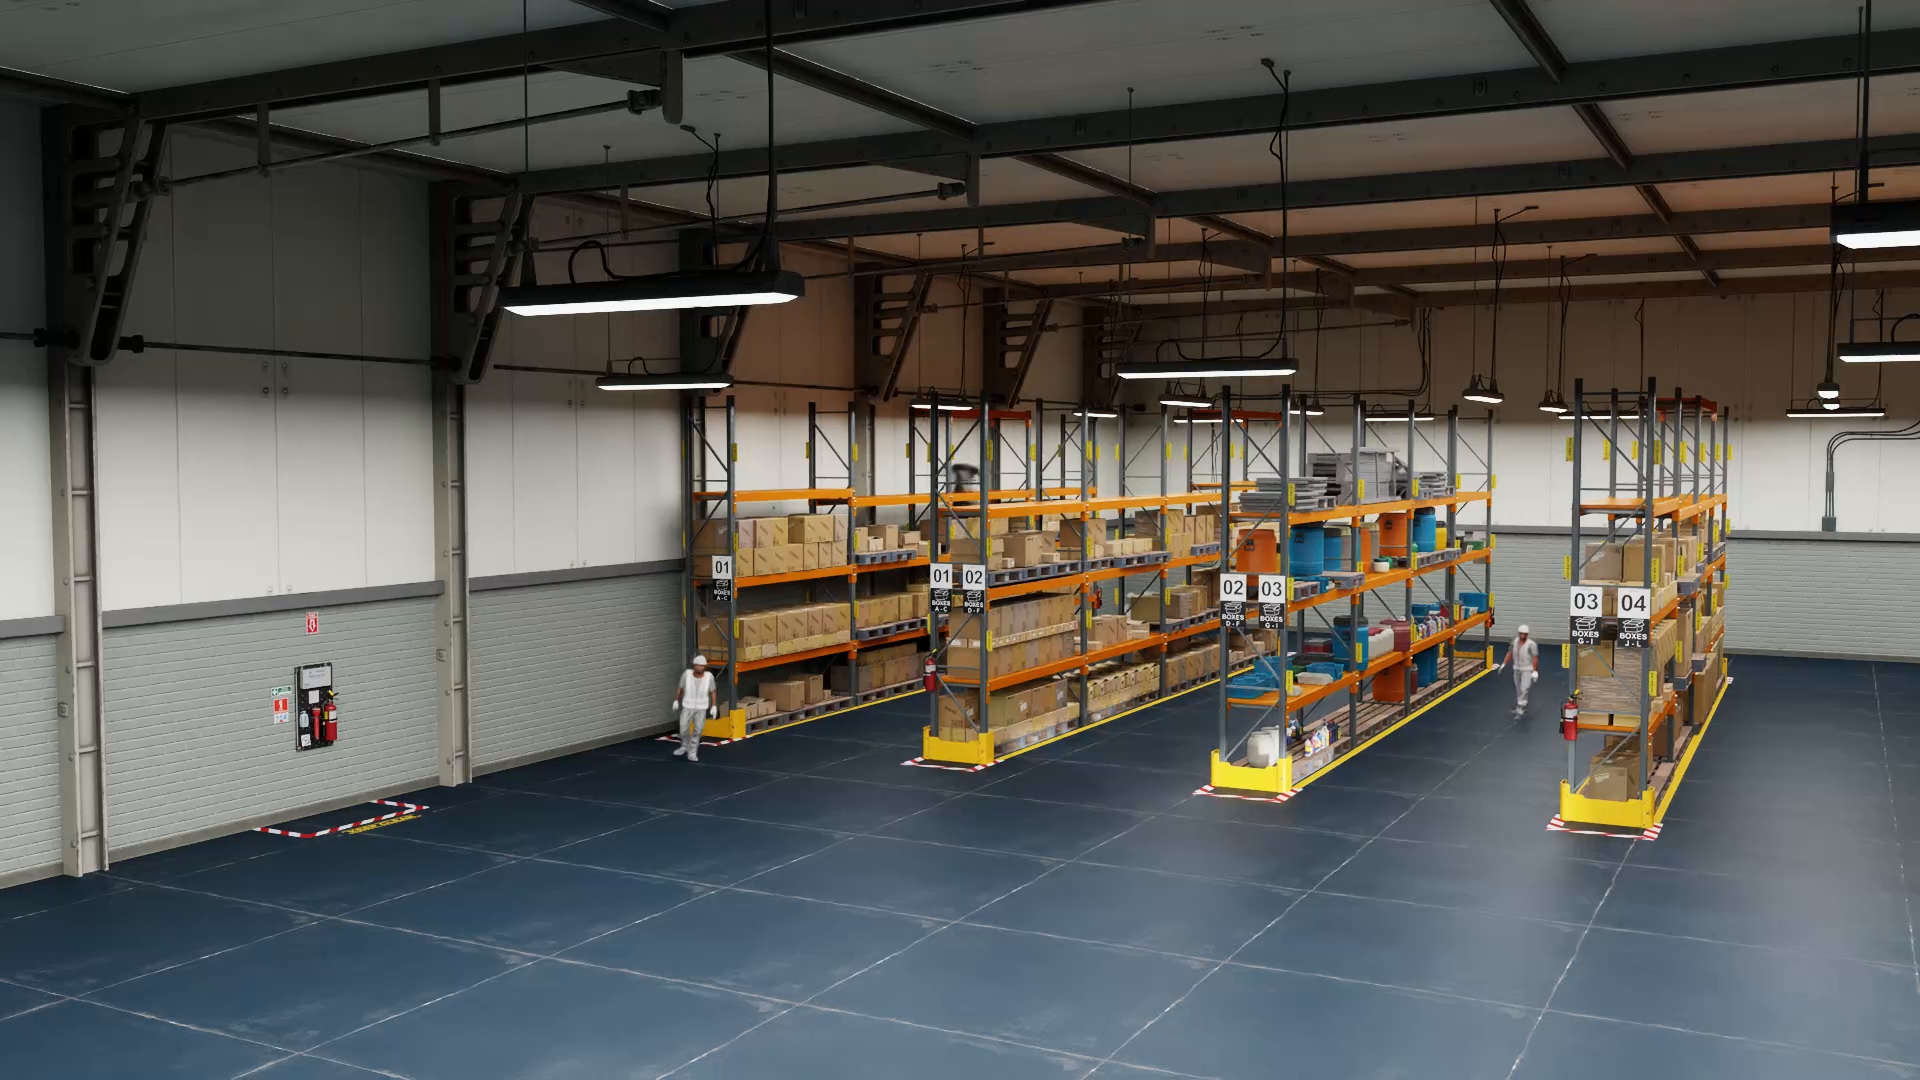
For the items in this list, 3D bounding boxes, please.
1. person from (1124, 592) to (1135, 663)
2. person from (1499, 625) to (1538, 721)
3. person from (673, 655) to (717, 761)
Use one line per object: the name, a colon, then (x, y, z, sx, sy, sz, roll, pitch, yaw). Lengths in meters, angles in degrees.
person: (3.956, 2.106, 38.377, 0.677, 1.812, 0.826, 2, 4, 34)
person: (10.549, 2.476, 31.331, 0.766, 1.780, 0.734, -2, 4, -33)
person: (-4.282, 2.691, 26.869, 0.697, 1.682, 0.516, -1, 3, -12)
